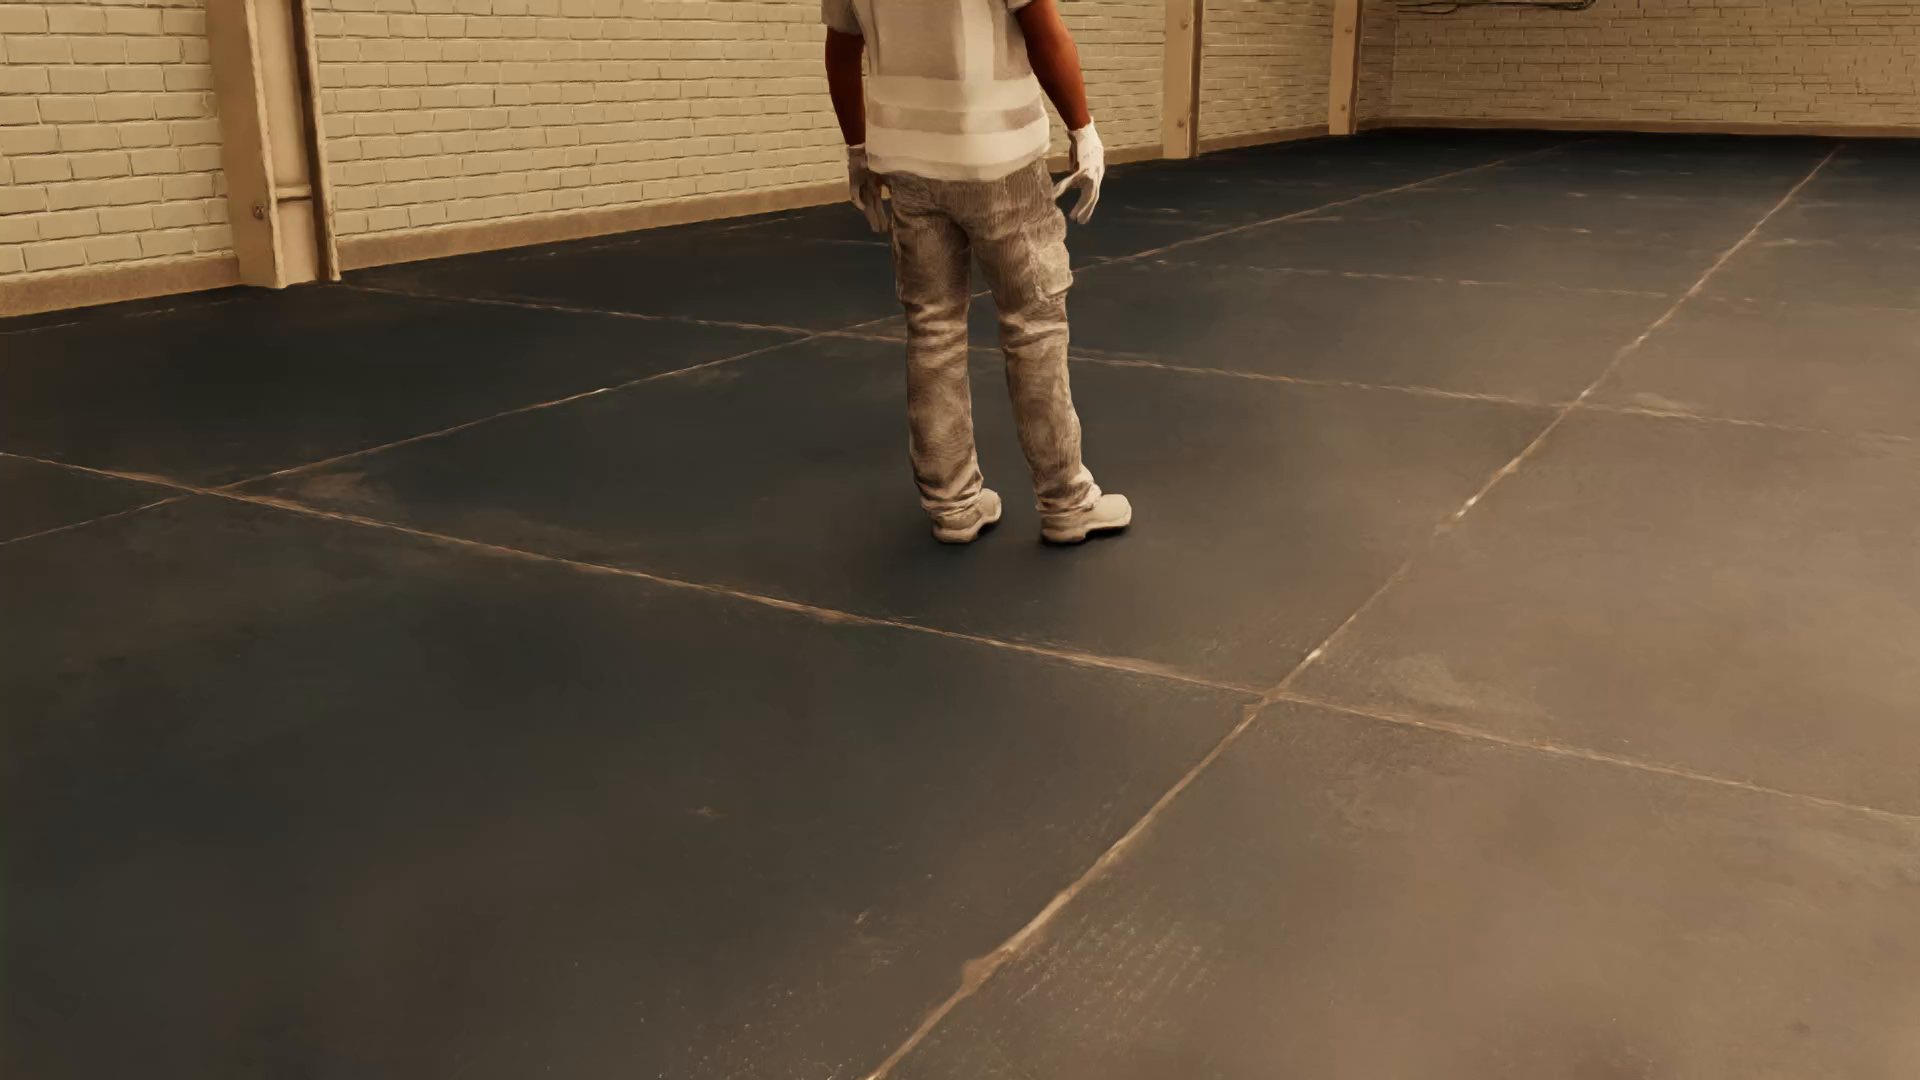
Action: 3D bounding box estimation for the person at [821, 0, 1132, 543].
[{"bbox_3d":[0.042,-0.879,3.843,0.655,1.782,0.576,9,19,28],"label":"person"}]
